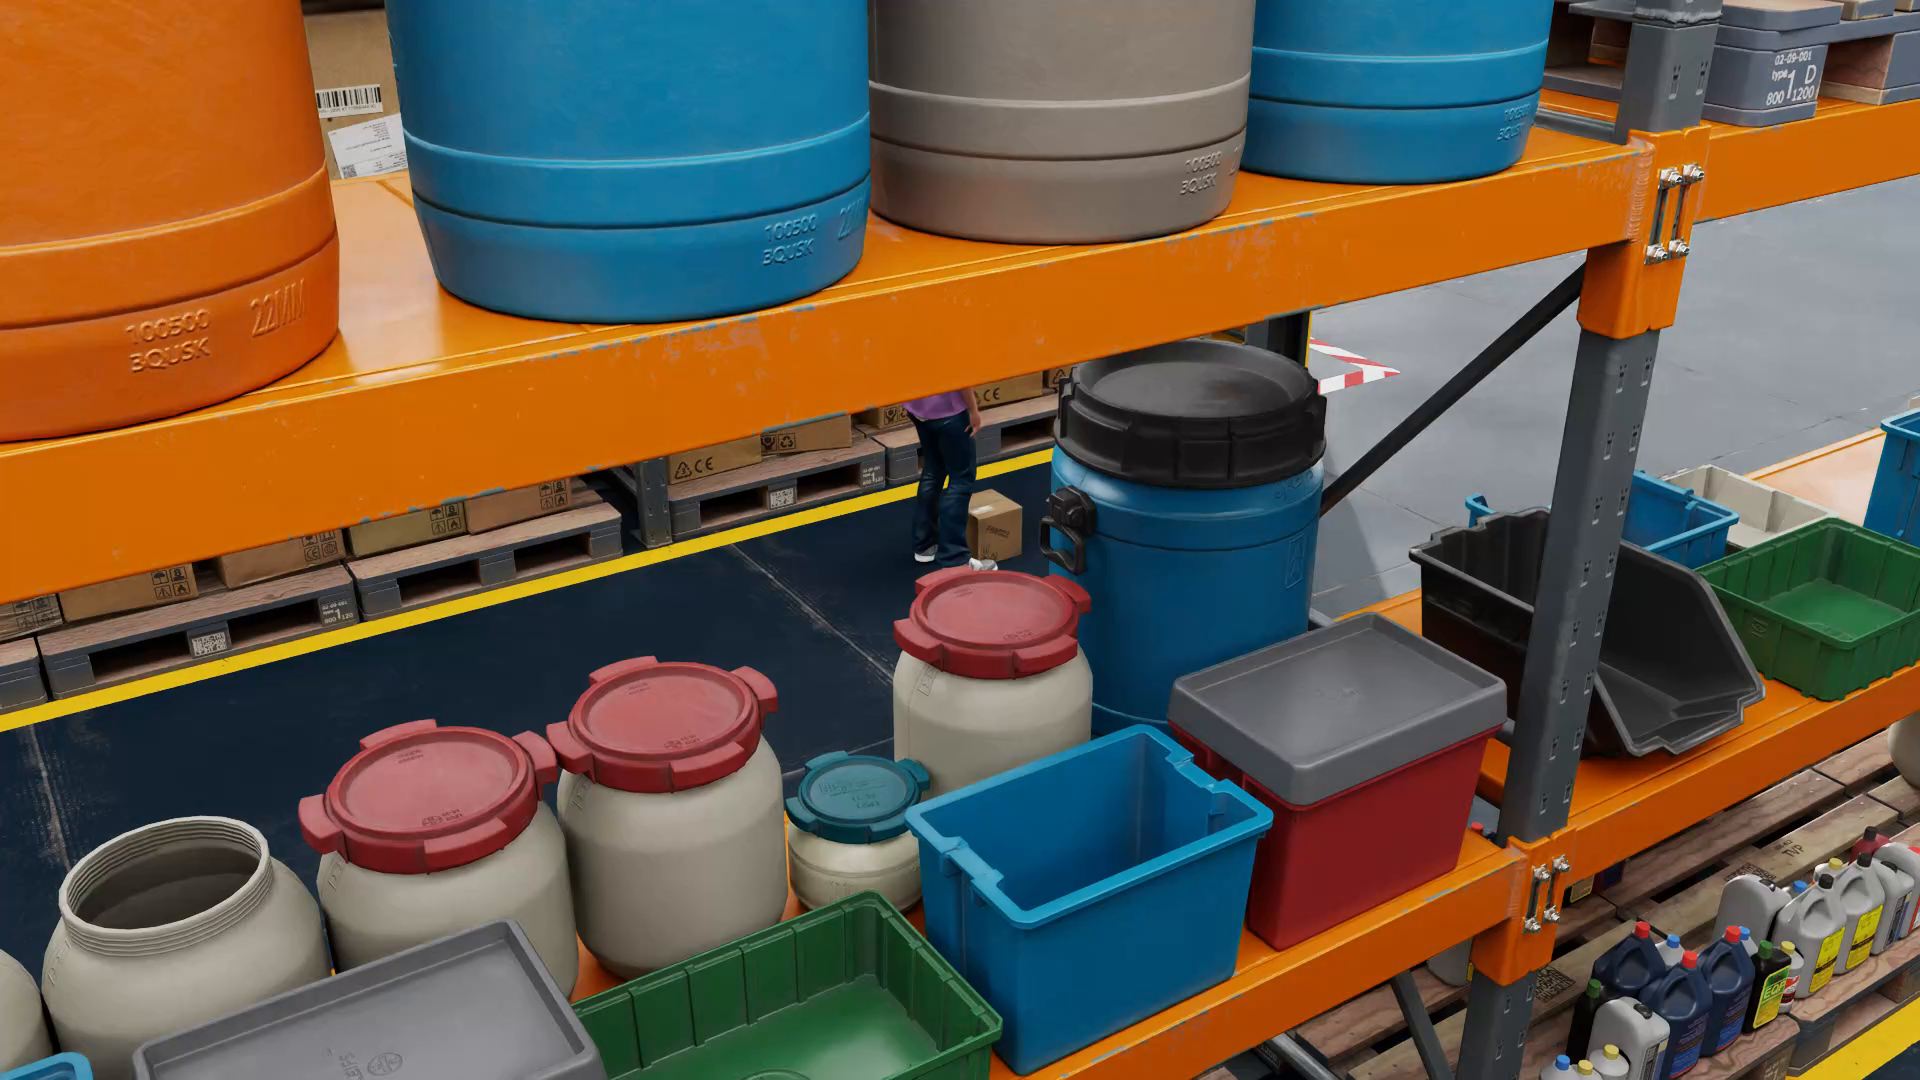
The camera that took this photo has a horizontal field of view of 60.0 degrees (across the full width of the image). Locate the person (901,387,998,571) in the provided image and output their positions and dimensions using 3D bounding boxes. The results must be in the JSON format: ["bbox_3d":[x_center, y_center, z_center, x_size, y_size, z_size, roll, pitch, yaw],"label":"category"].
[{"bbox_3d":[-0.077,-0.604,7.389,0.345,1.592,0.466,-17,30,-31],"label":"person"}]
